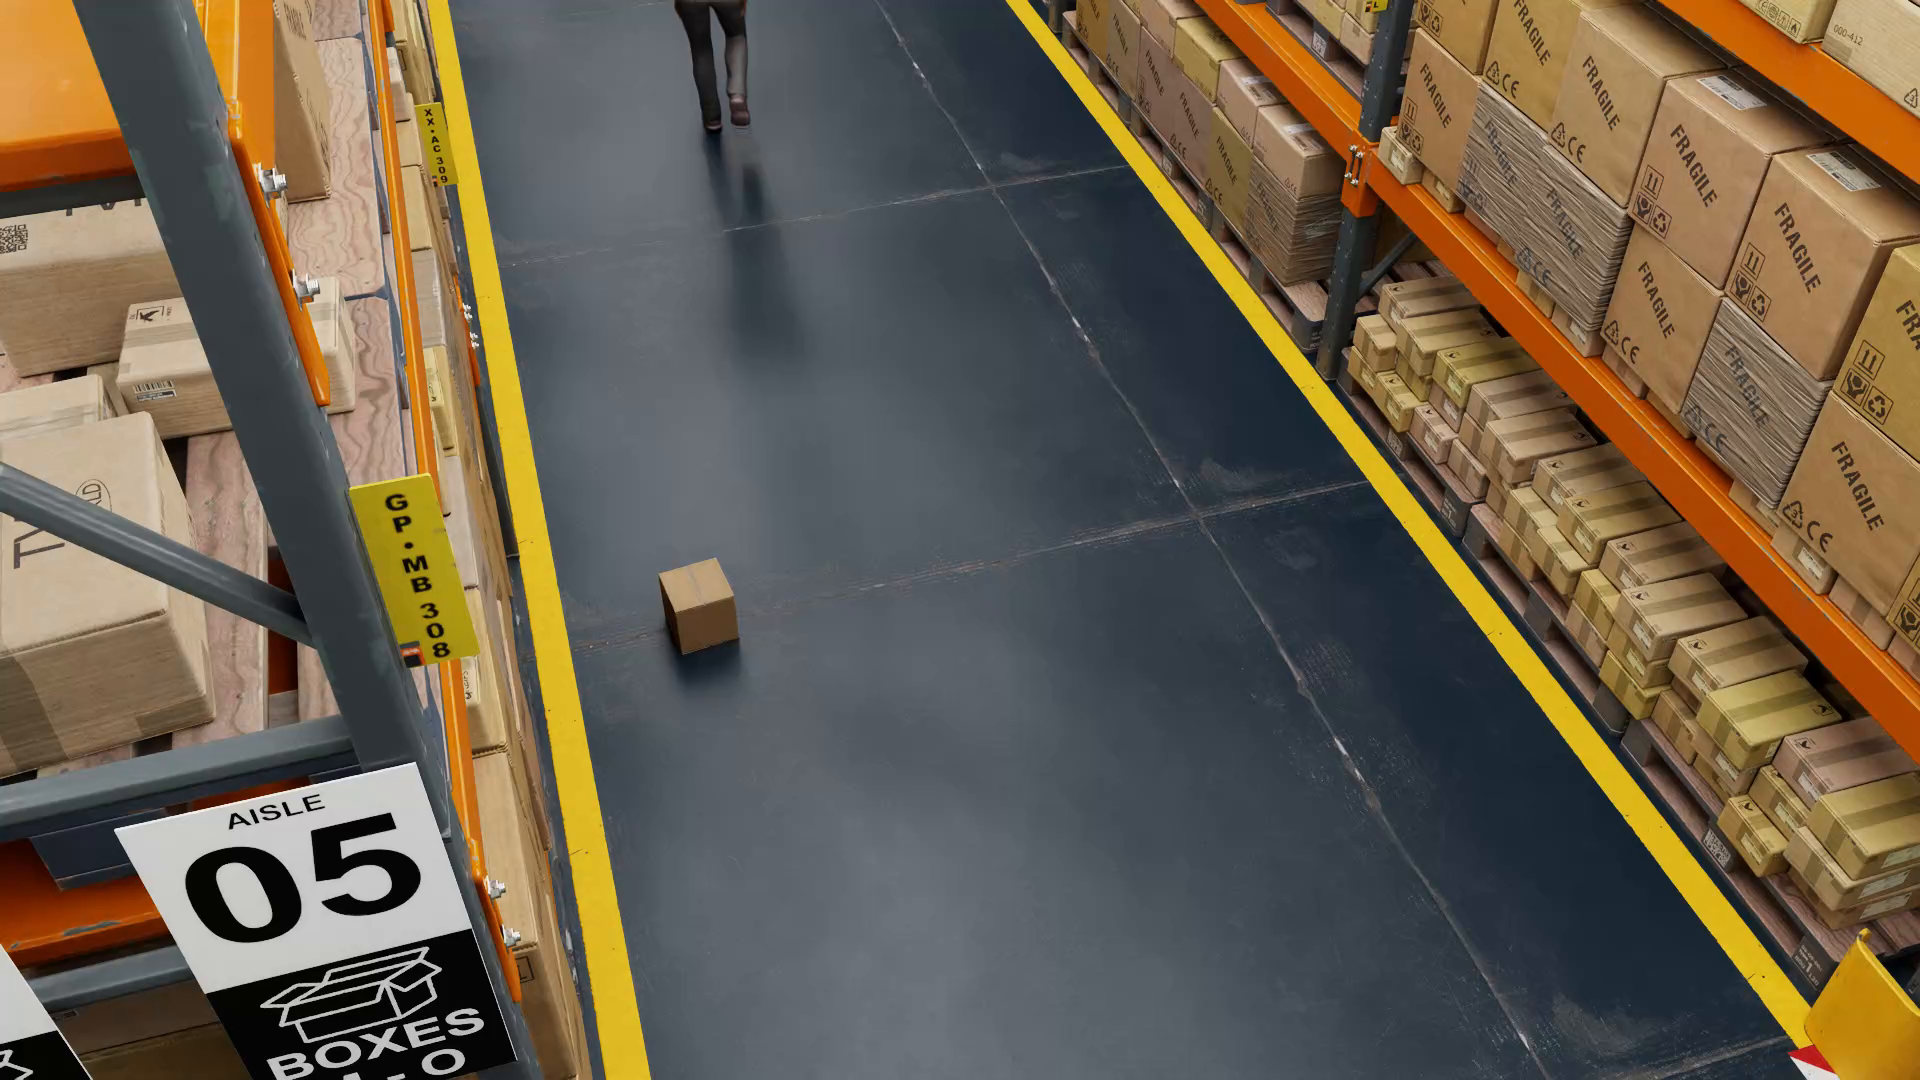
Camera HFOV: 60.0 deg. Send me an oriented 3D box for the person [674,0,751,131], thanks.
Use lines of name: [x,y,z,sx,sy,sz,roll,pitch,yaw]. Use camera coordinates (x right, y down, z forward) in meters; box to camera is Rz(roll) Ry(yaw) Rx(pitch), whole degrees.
person: [-1.434,-3.120,9.545,0.445,1.636,0.481,-8,43,-9]
